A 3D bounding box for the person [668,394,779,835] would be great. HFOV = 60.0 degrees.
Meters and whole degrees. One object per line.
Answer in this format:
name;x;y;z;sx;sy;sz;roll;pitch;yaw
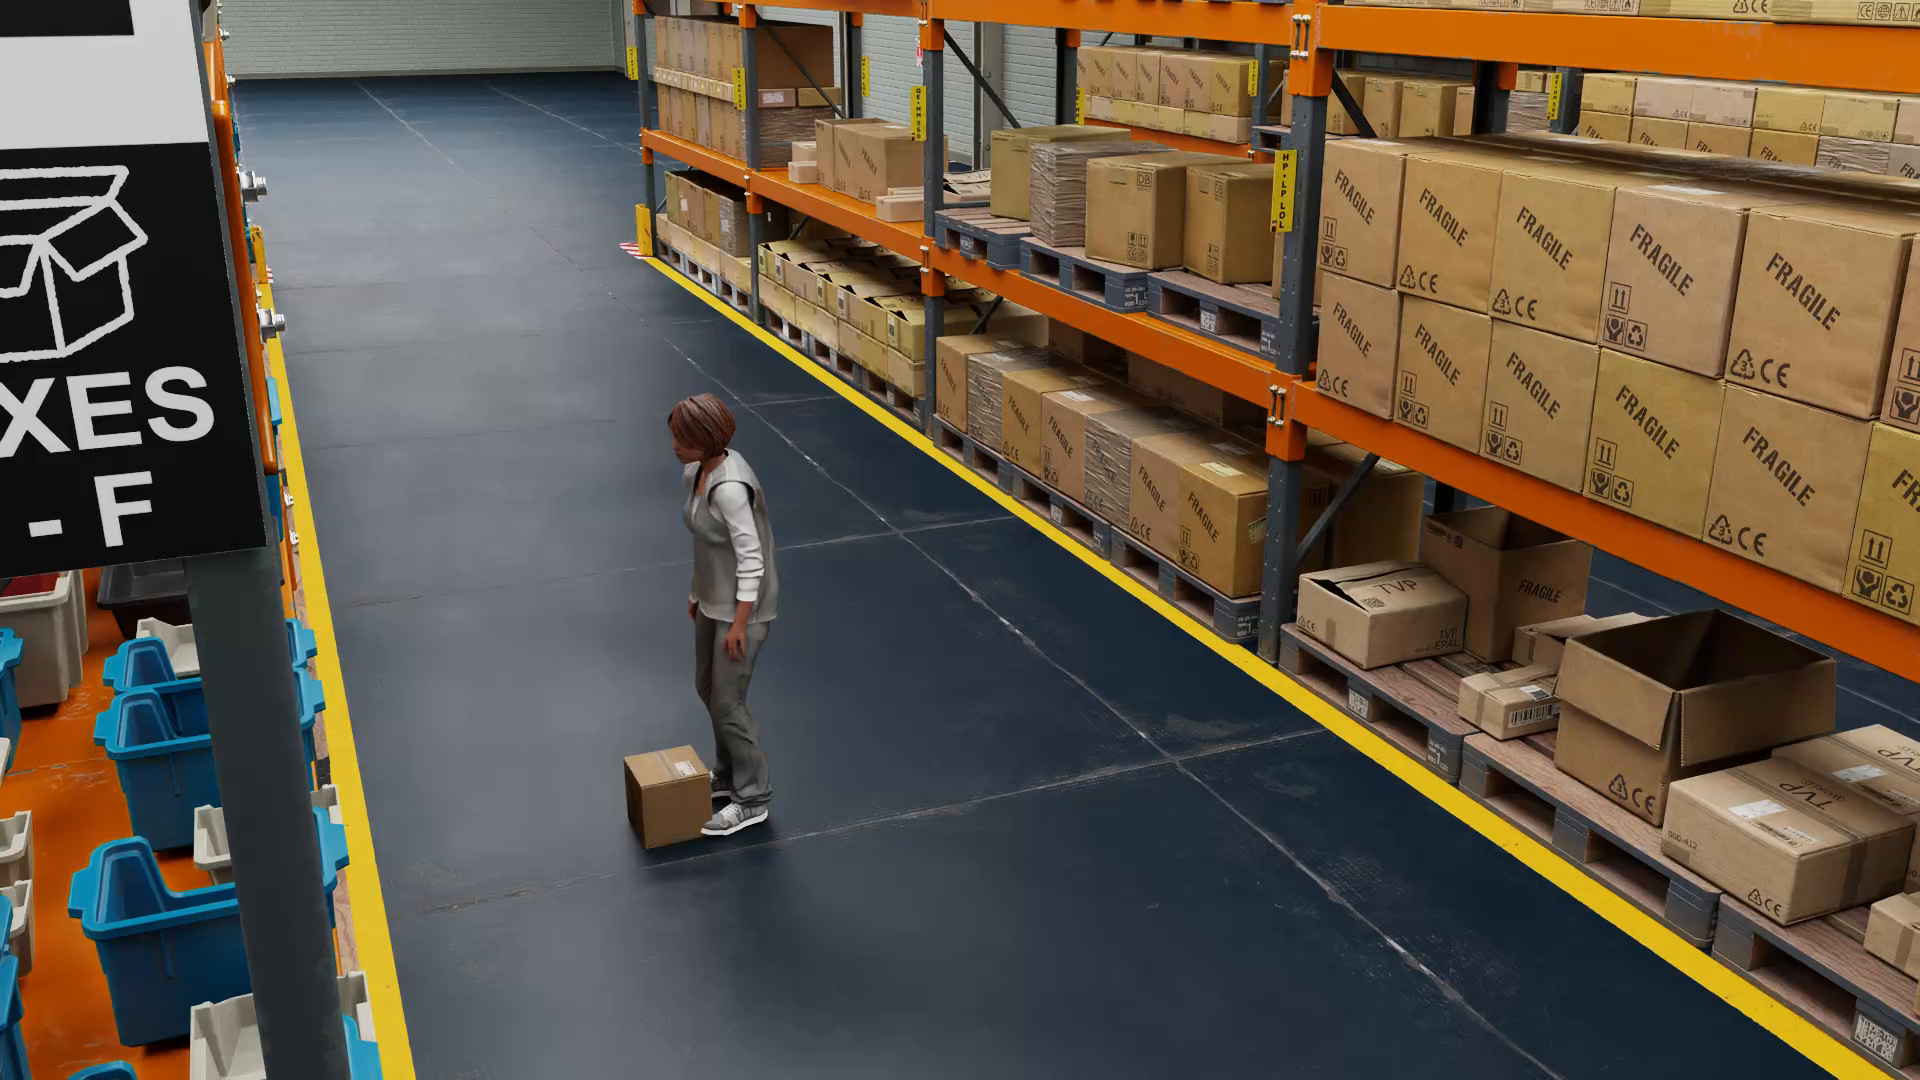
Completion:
person;-0.826;0.254;5.851;0.344;1.593;0.485;-9;21;-25
